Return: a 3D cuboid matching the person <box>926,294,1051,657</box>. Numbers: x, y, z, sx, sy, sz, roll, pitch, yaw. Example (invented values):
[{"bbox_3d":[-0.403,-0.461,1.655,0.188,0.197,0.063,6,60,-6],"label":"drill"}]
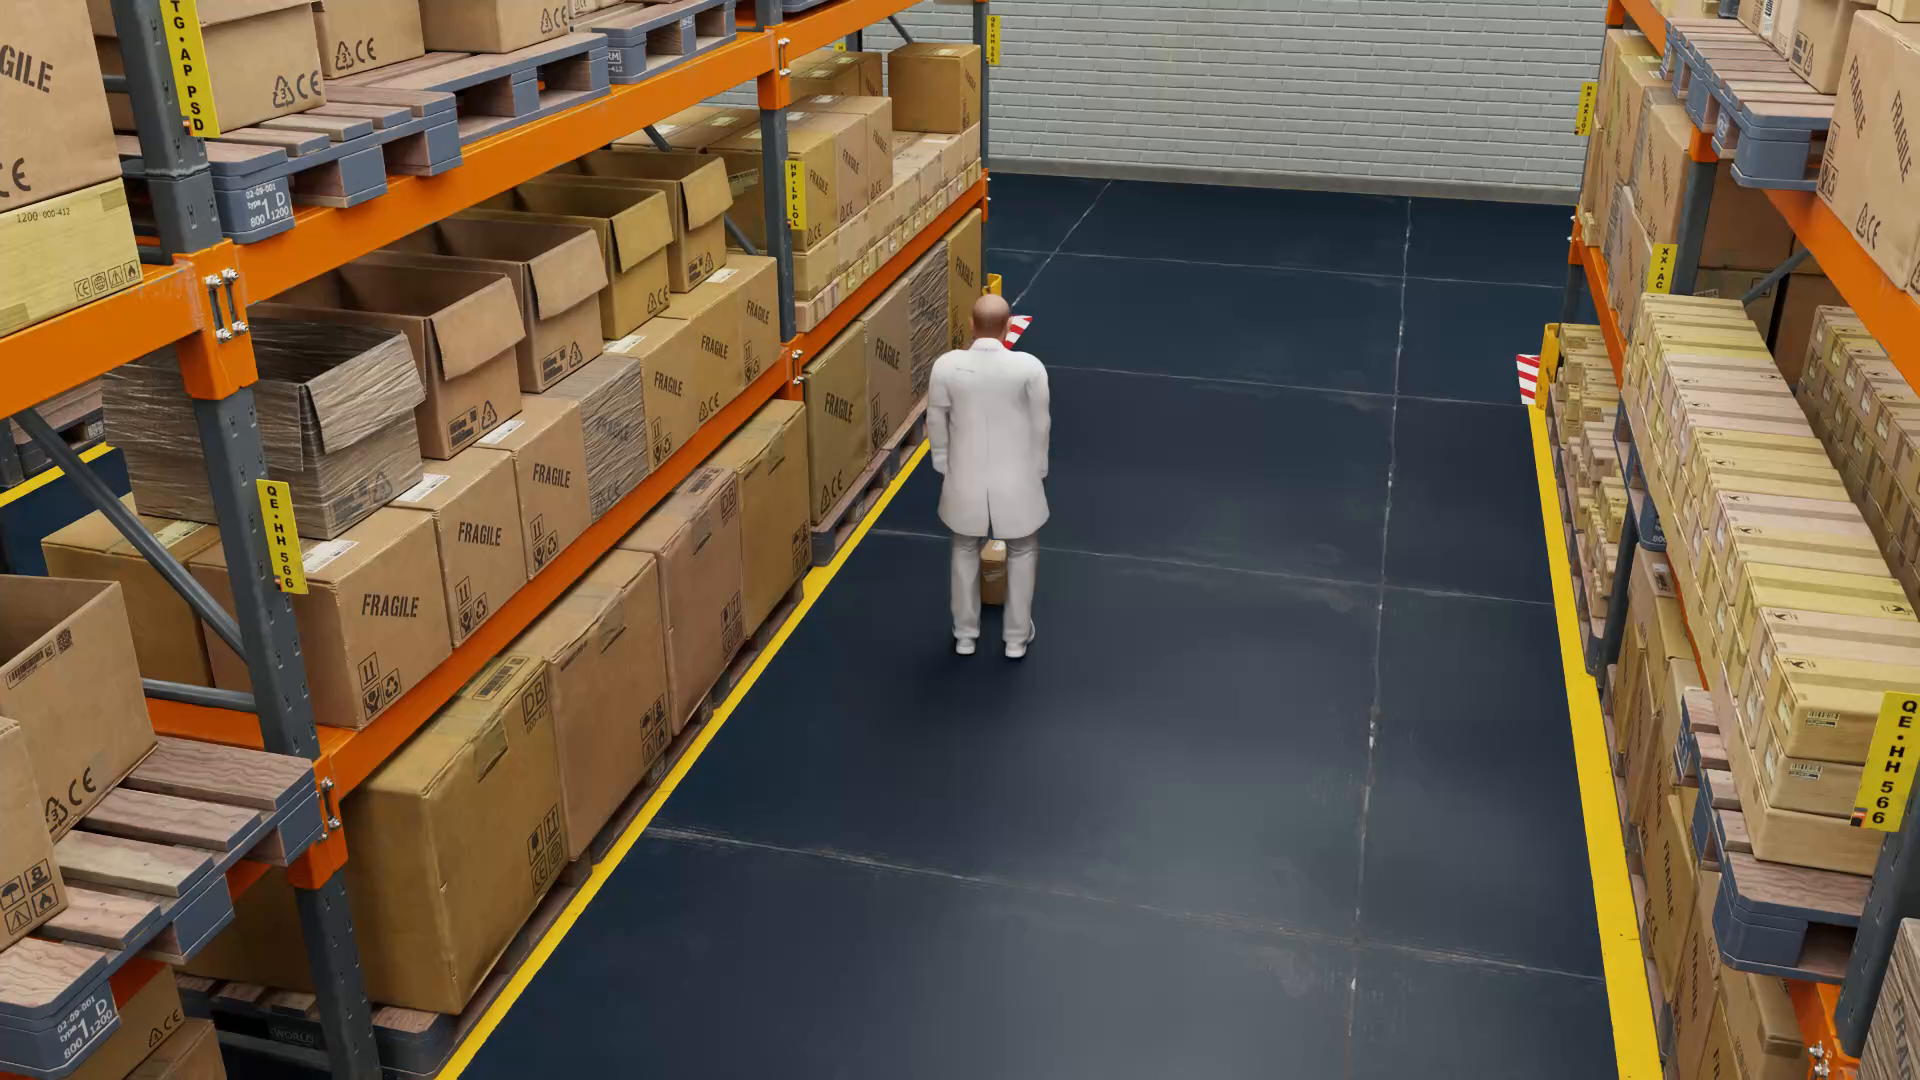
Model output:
[{"bbox_3d":[0.133,-0.286,7.799,0.583,1.738,0.402,4,25,9],"label":"person"}]
